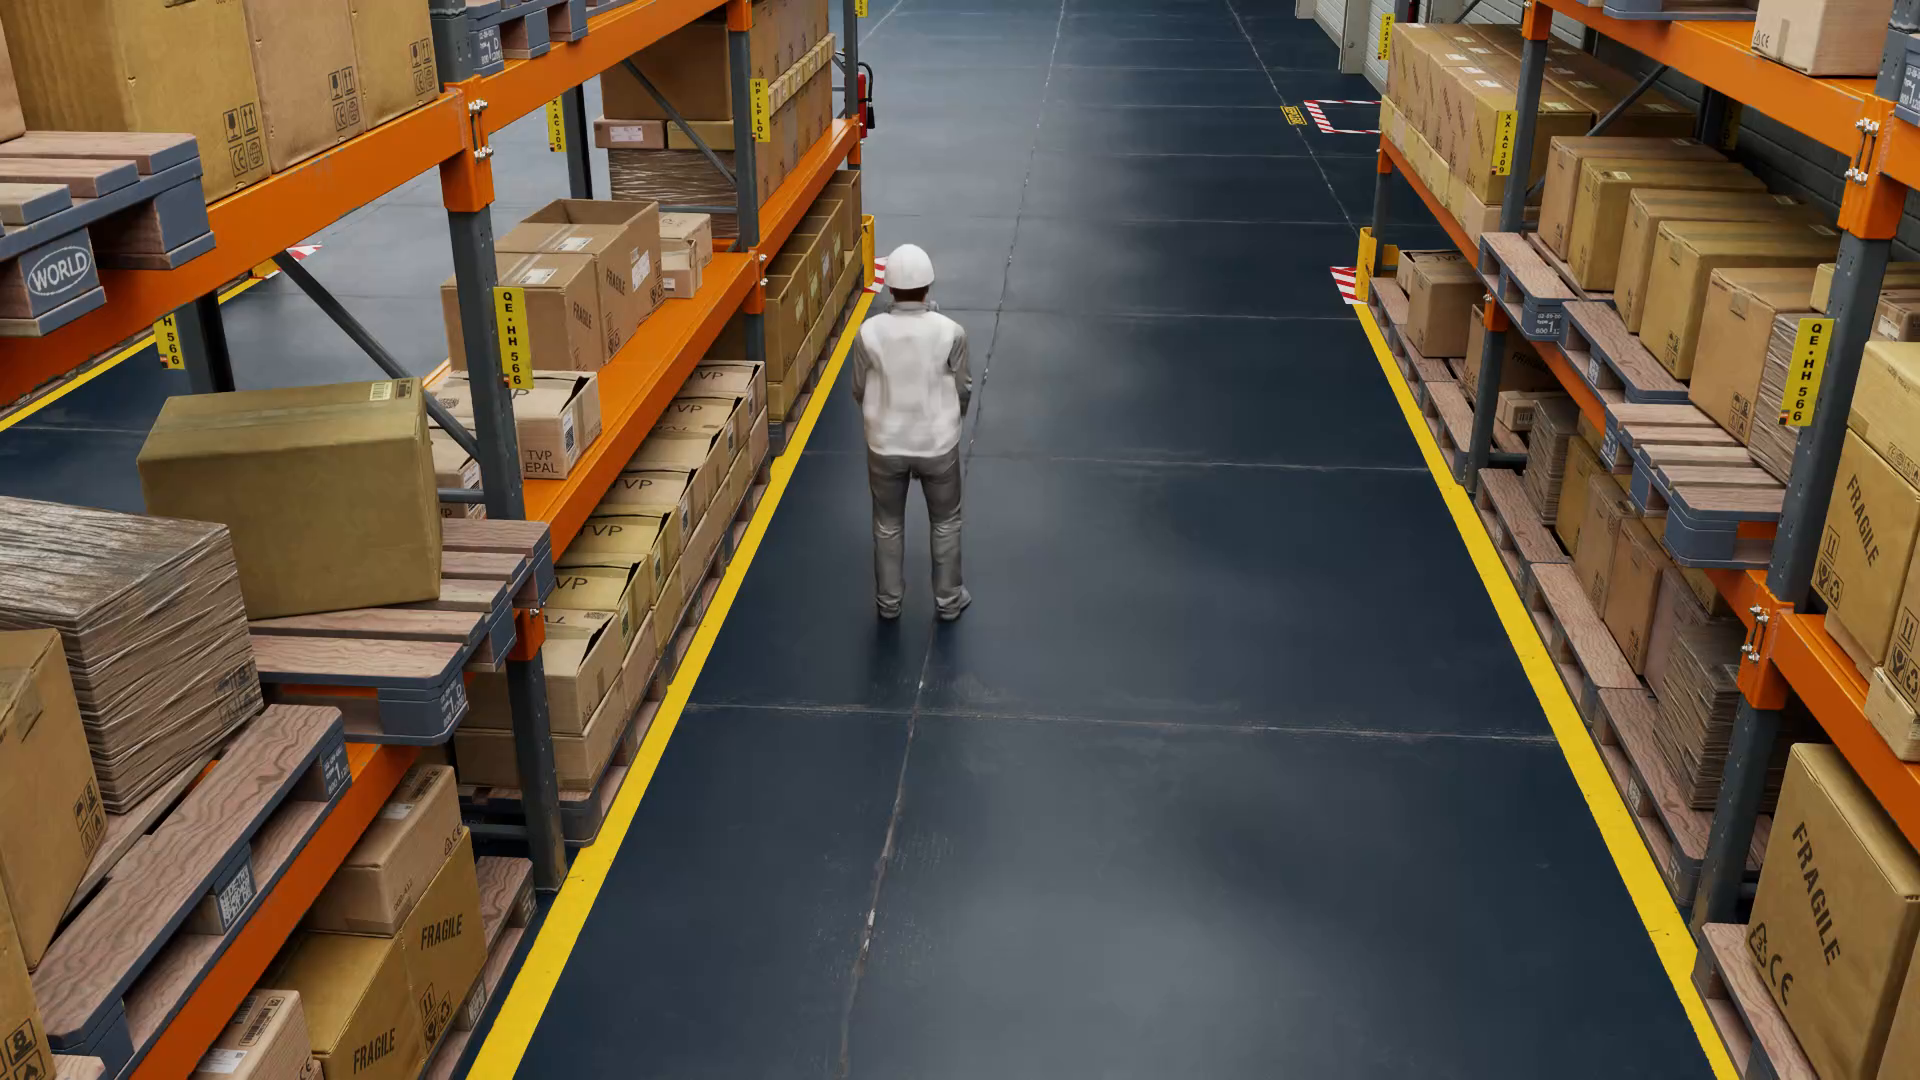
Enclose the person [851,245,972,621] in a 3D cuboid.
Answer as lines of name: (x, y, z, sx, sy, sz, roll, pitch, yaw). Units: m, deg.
person: (-0.196, -0.473, 7.608, 0.507, 1.779, 0.458, 1, 24, 3)
